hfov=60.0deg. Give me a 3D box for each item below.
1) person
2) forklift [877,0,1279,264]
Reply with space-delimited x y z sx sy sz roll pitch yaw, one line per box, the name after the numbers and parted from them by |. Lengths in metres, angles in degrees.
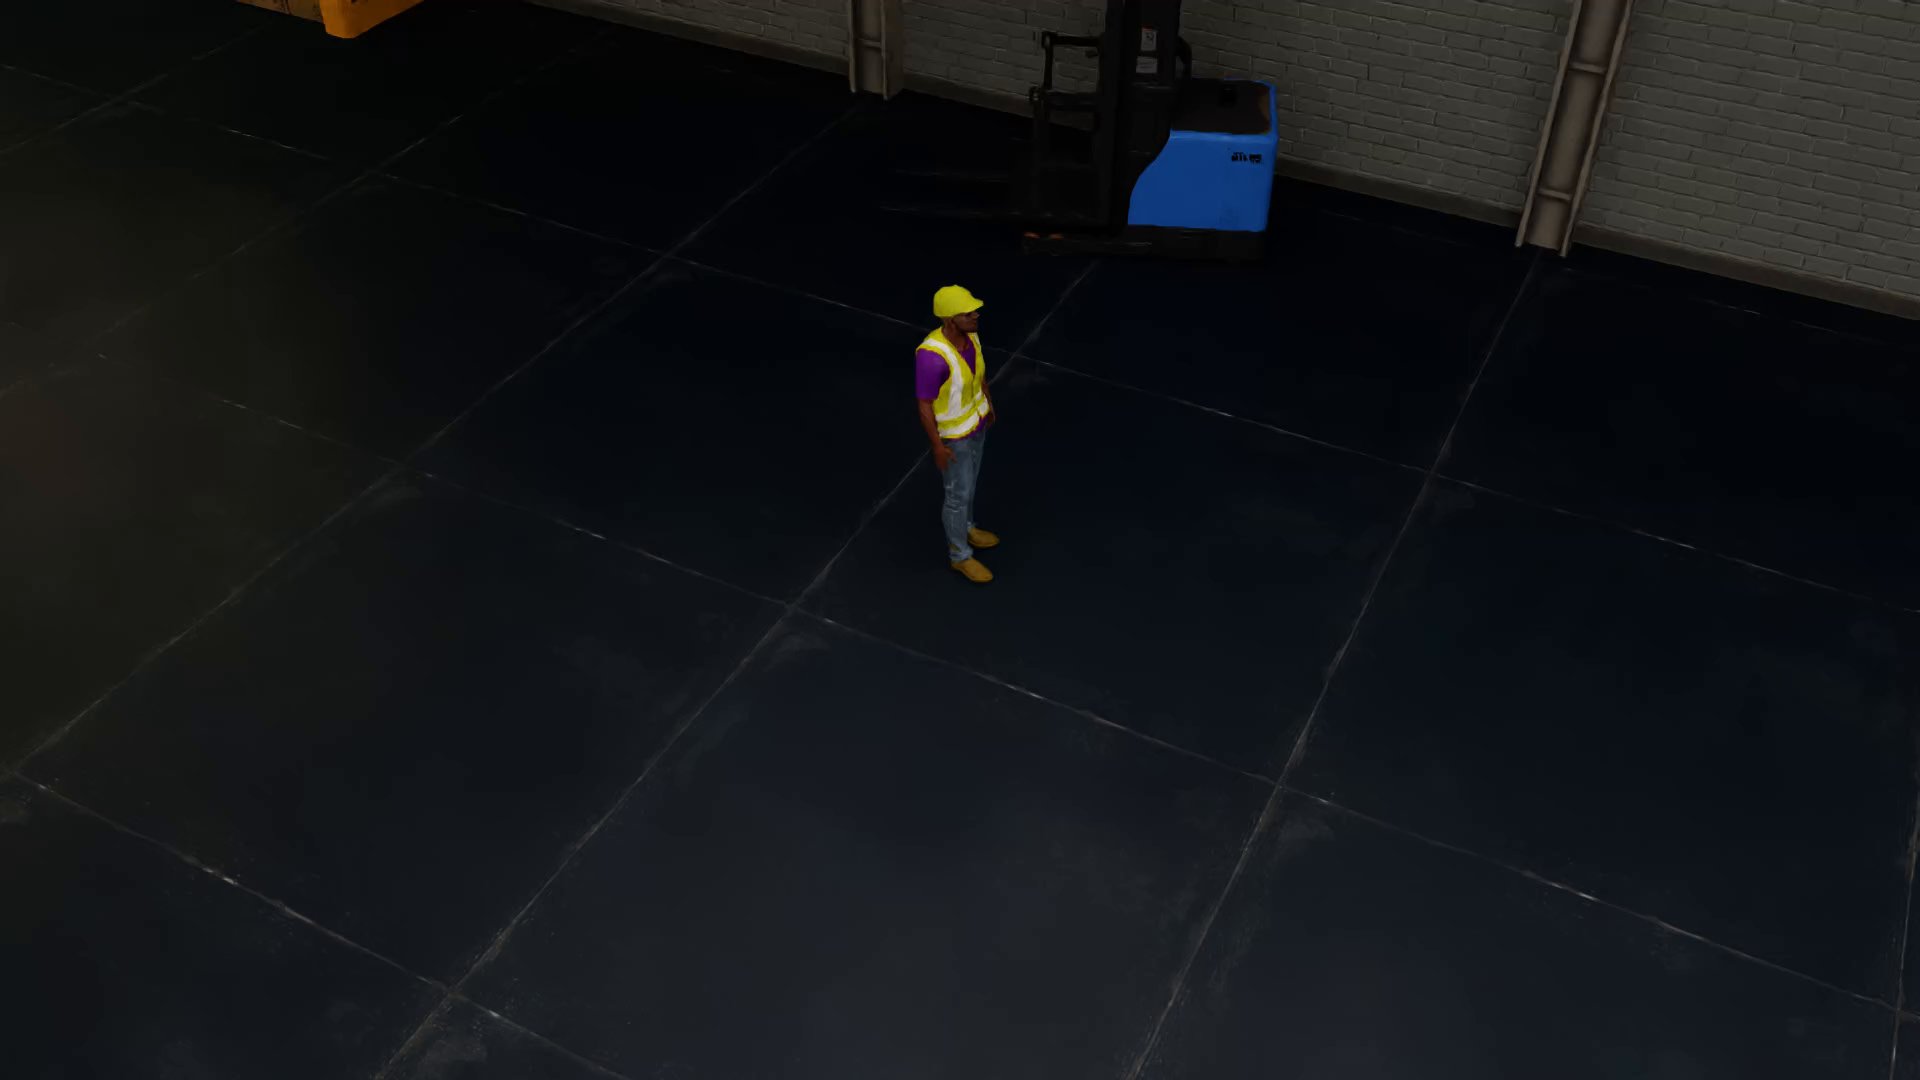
0.059 -0.657 9.660 0.576 1.766 0.665 18 43 21 | person
0.890 -3.650 12.320 3.031 2.935 1.130 5 40 6 | forklift
